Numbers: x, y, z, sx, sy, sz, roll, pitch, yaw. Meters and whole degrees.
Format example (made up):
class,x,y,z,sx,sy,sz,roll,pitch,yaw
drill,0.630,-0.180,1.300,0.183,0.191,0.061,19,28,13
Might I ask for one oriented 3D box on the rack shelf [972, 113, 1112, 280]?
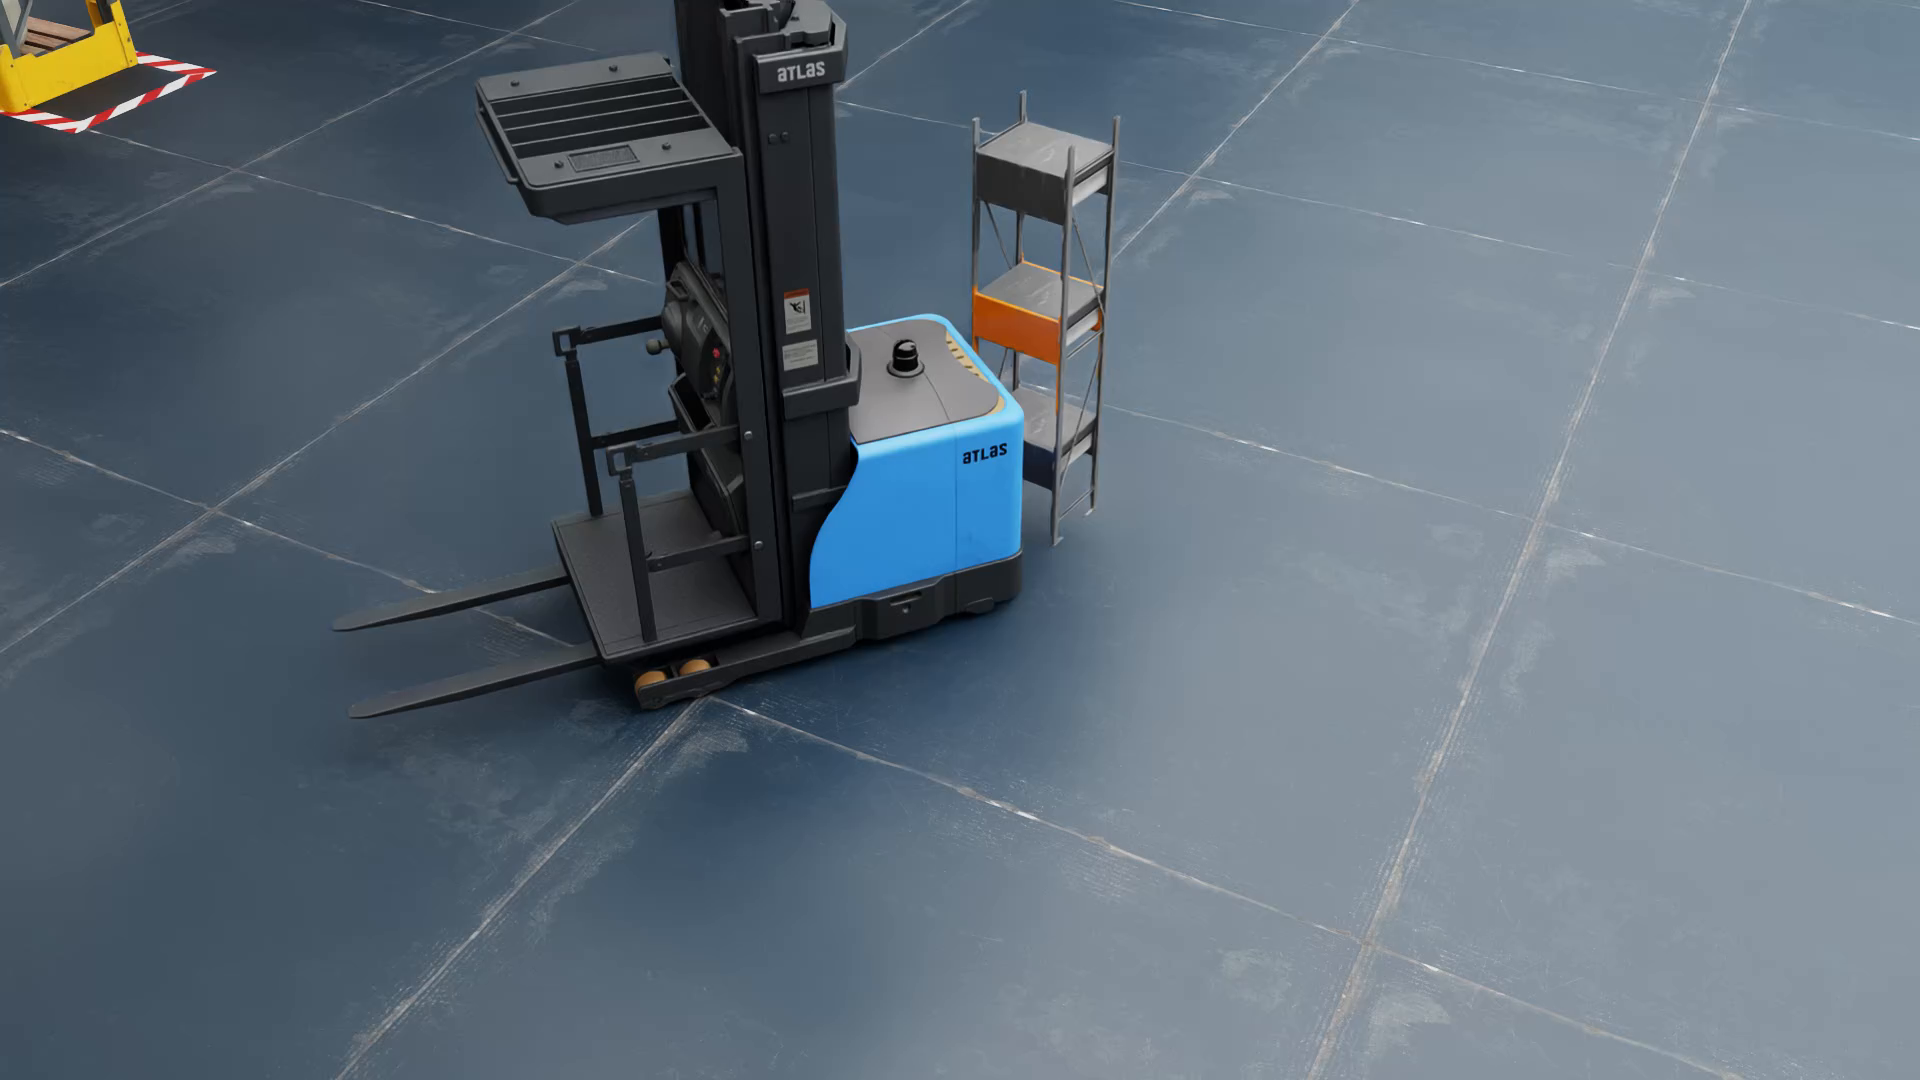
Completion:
class,x,y,z,sx,sy,sz,roll,pitch,yaw
rack shelf,0.373,-1.532,7.396,0.480,0.518,0.431,23,43,27

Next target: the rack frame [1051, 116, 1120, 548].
class,x,y,z,sx,sy,sz,roll,pitch,yaw
rack frame,0.572,-0.899,7.698,0.015,2.100,0.400,23,43,27

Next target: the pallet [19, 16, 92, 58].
class,x,y,z,sx,sy,sz,roll,pitch,yaw
pallet,-7.668,-3.861,13.162,1.213,0.211,1.003,17,41,21

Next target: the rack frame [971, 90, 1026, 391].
class,x,y,z,sx,sy,sz,roll,pitch,yaw
rack frame,0.174,-1.070,7.923,0.015,2.100,0.400,23,43,27

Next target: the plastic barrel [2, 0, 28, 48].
class,x,y,z,sx,sy,sz,roll,pitch,yaw
plastic barrel,-7.480,-4.065,12.835,0.421,0.512,0.421,0,37,0

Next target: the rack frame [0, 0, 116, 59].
class,x,y,z,sx,sy,sz,roll,pitch,yaw
rack frame,-6.860,-4.747,12.023,0.127,3.000,1.000,17,41,21

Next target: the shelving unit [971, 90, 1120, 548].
class,x,y,z,sx,sy,sz,roll,pitch,yaw
shelving unit,0.373,-0.985,7.811,0.503,2.100,0.431,23,43,27

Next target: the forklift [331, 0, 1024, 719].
class,x,y,z,sx,sy,sz,roll,pitch,yaw
forklift,-1.272,-0.793,6.870,3.031,2.935,1.130,-14,40,-18

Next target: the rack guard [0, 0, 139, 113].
class,x,y,z,sx,sy,sz,roll,pitch,yaw
rack guard,-6.950,-3.747,12.773,0.348,0.500,1.175,17,41,21

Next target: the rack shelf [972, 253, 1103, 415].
class,x,y,z,sx,sy,sz,roll,pitch,yaw
rack shelf,0.373,-0.974,7.819,0.480,0.518,0.431,23,43,27

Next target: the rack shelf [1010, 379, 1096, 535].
class,x,y,z,sx,sy,sz,roll,pitch,yaw
rack shelf,0.373,-0.416,8.242,0.480,0.518,0.431,23,43,27
